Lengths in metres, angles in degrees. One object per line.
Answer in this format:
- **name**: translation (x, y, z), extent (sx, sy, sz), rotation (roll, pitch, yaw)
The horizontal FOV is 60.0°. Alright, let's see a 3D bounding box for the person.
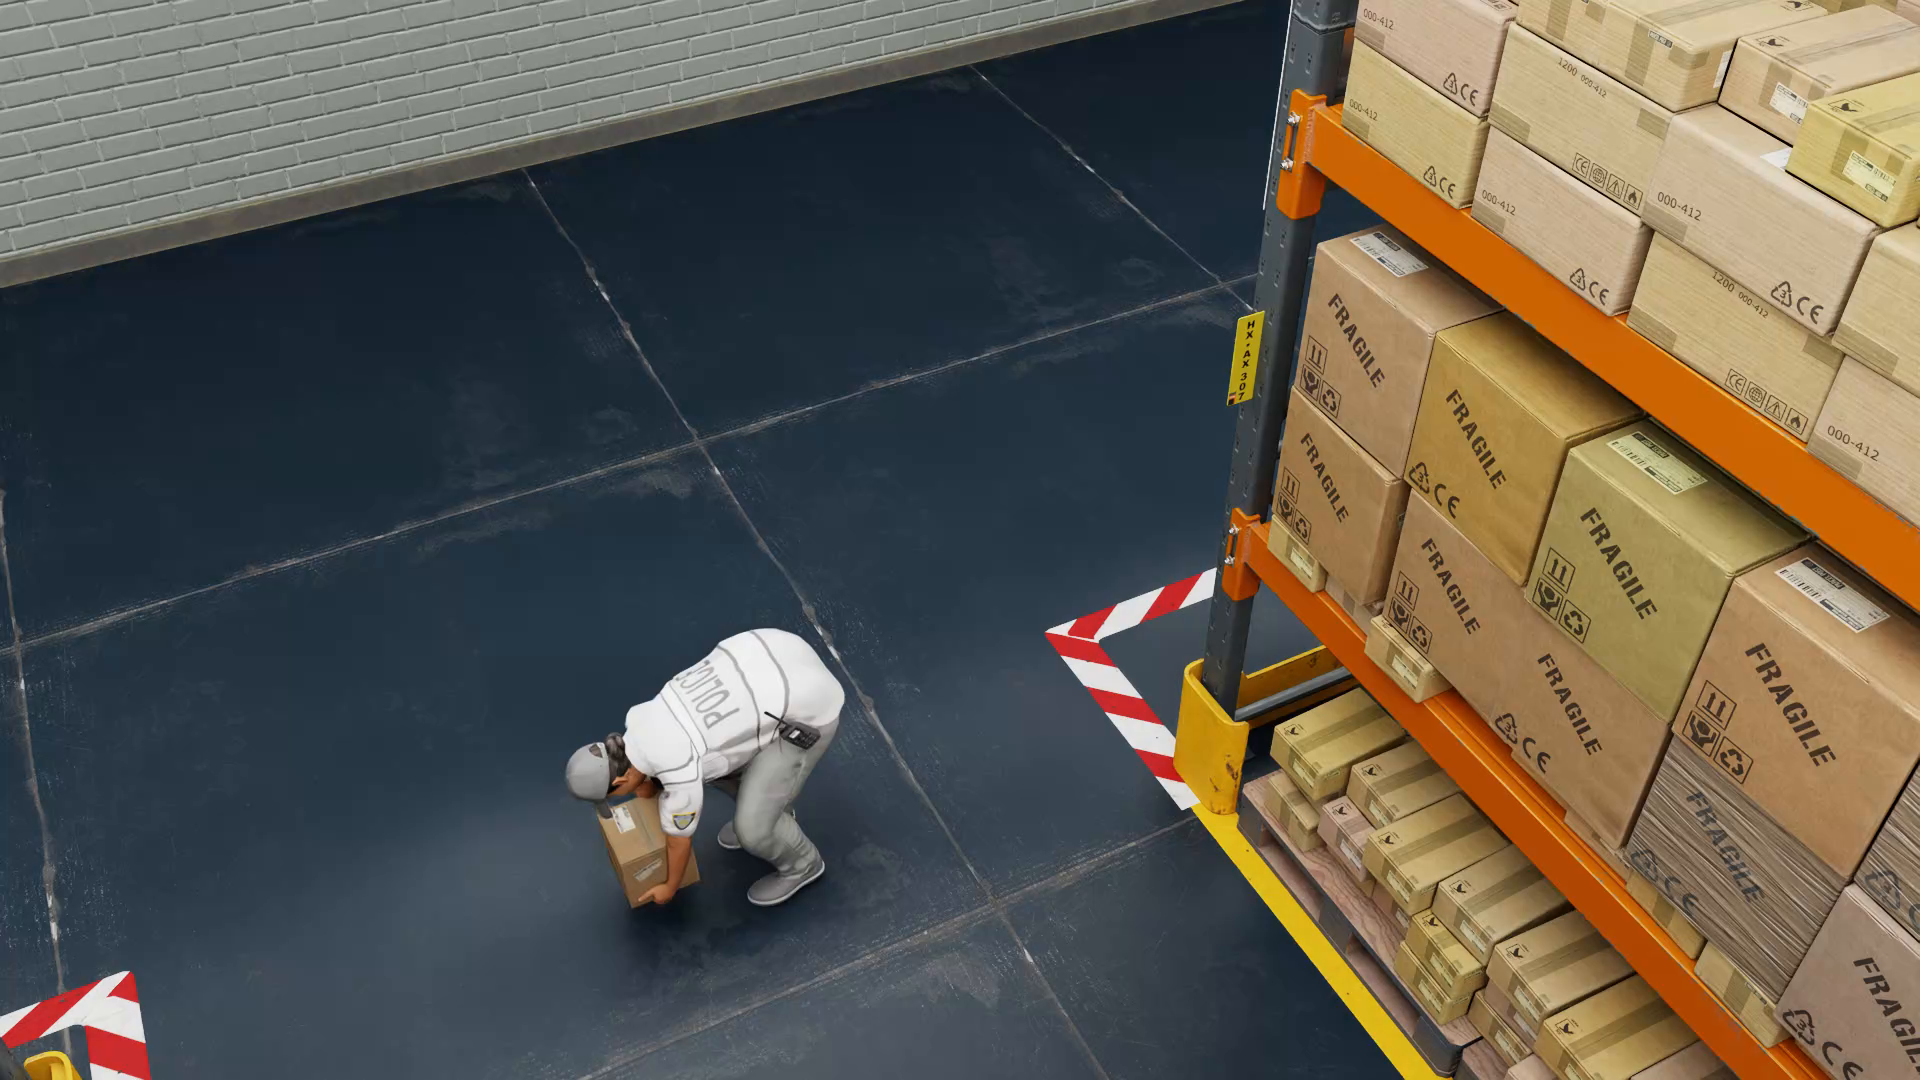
- **person**: translation (-0.849, 0.843, 5.699), extent (0.950, 1.014, 0.497), rotation (-21, 46, -22)
